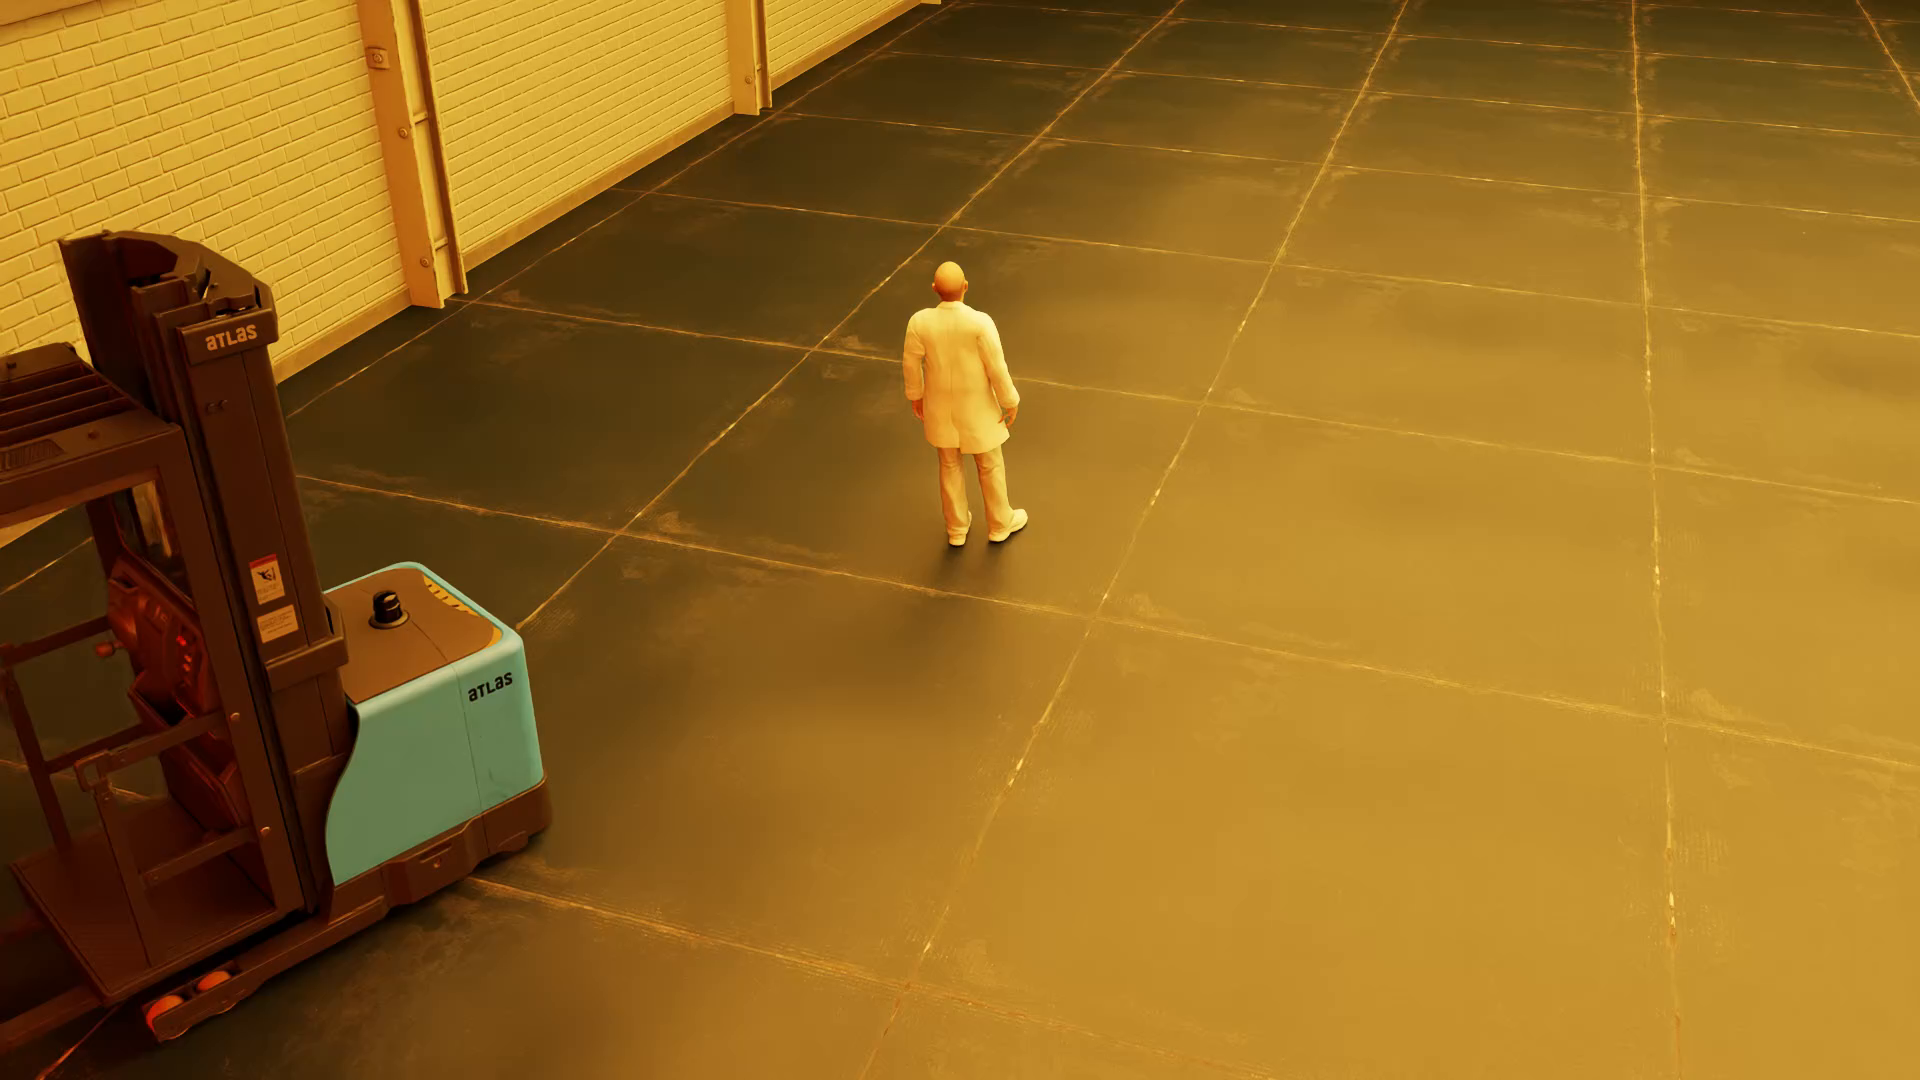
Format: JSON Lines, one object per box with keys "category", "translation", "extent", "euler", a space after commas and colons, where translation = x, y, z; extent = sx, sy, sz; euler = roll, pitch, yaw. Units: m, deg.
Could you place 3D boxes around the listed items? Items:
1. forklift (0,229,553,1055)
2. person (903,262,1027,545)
{"category": "forklift", "translation": [-3.287, 0.420, 6.400], "extent": [3.031, 2.935, 1.130], "euler": [-26, 39, -38]}
{"category": "person", "translation": [0.033, -0.821, 9.726], "extent": [0.698, 1.778, 0.578], "euler": [10, 31, 16]}
